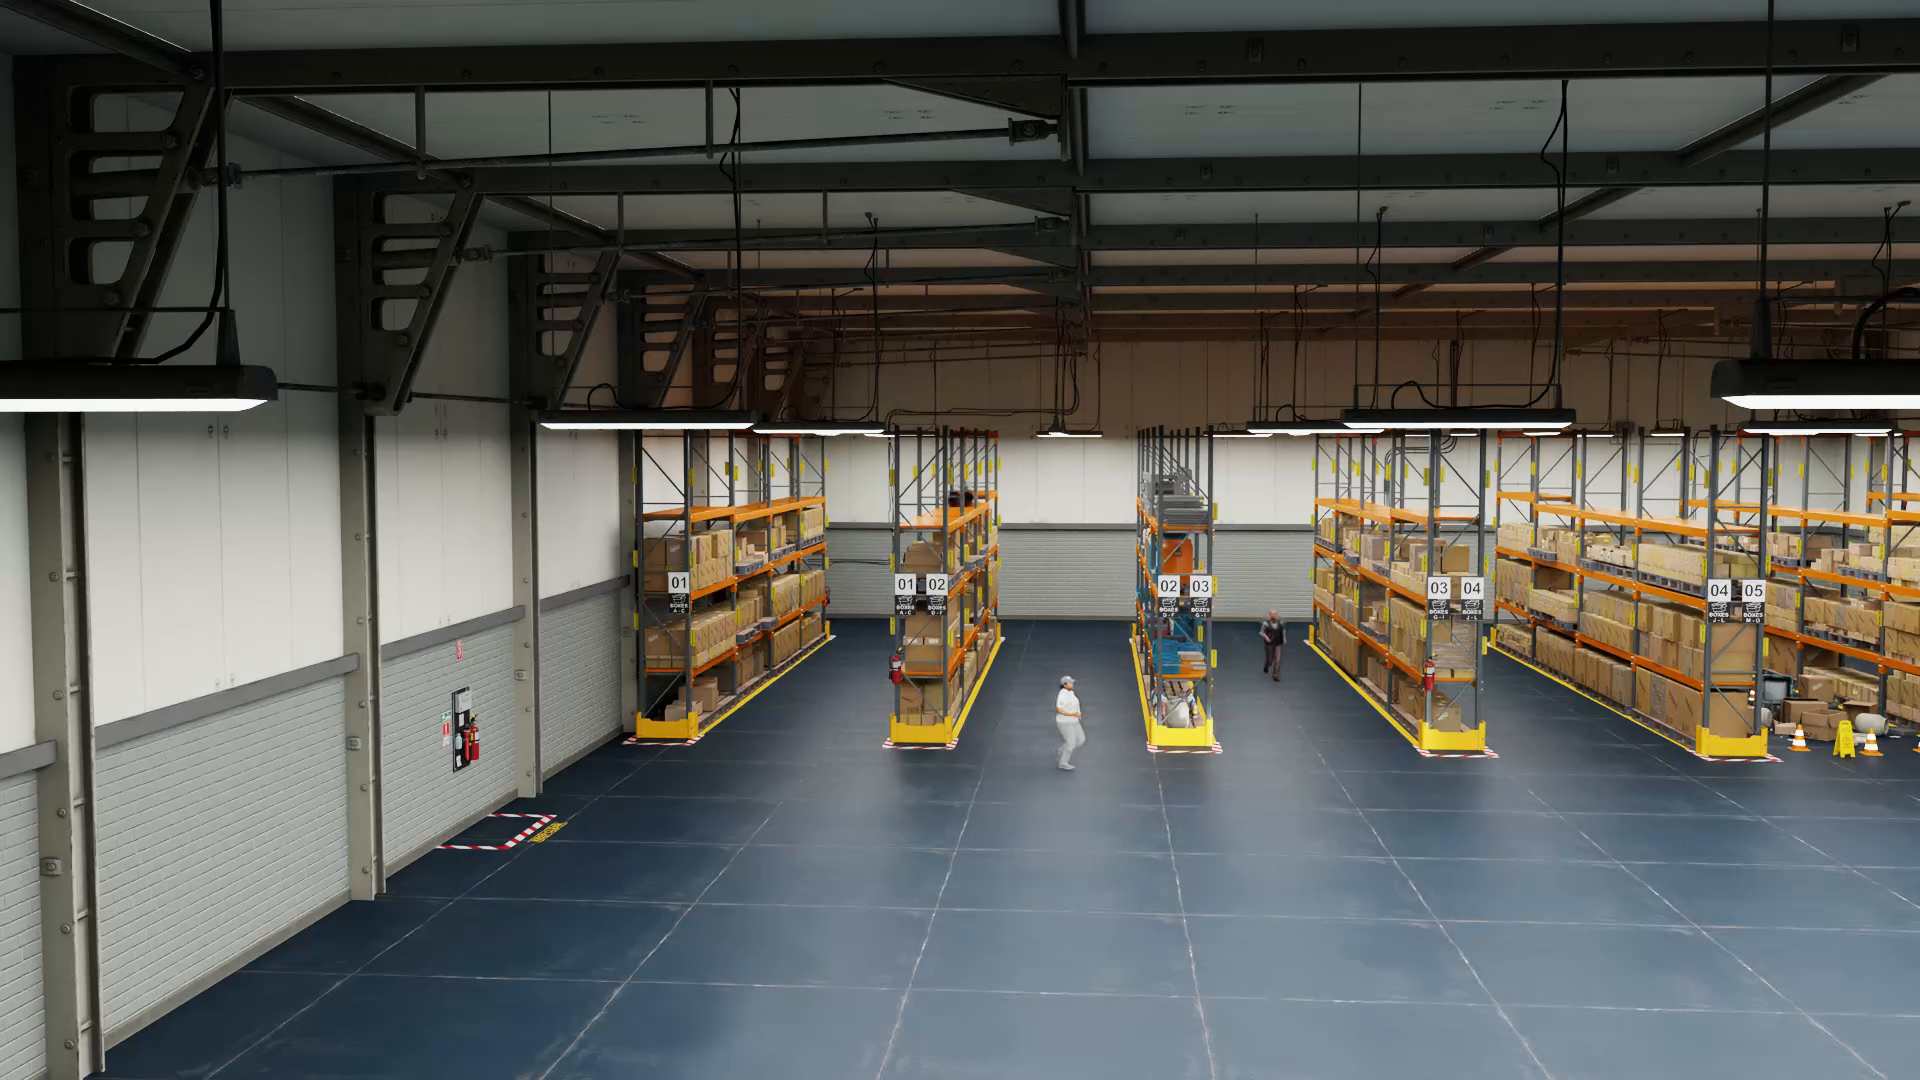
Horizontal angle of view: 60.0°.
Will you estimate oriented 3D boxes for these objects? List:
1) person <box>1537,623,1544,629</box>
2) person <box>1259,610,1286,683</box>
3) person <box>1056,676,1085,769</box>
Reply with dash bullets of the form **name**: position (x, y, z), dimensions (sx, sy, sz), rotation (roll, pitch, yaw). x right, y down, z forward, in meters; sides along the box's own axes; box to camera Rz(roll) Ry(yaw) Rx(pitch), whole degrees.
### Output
- **person**: position (16.399, 2.079, 47.253), dimensions (0.627, 1.558, 0.508), rotation (-1, 4, -14)
- **person**: position (7.469, 2.508, 39.557), dimensions (0.677, 1.691, 0.896), rotation (0, 3, -4)
- **person**: position (1.913, 3.172, 28.916), dimensions (0.561, 1.620, 0.599), rotation (2, 4, 27)
